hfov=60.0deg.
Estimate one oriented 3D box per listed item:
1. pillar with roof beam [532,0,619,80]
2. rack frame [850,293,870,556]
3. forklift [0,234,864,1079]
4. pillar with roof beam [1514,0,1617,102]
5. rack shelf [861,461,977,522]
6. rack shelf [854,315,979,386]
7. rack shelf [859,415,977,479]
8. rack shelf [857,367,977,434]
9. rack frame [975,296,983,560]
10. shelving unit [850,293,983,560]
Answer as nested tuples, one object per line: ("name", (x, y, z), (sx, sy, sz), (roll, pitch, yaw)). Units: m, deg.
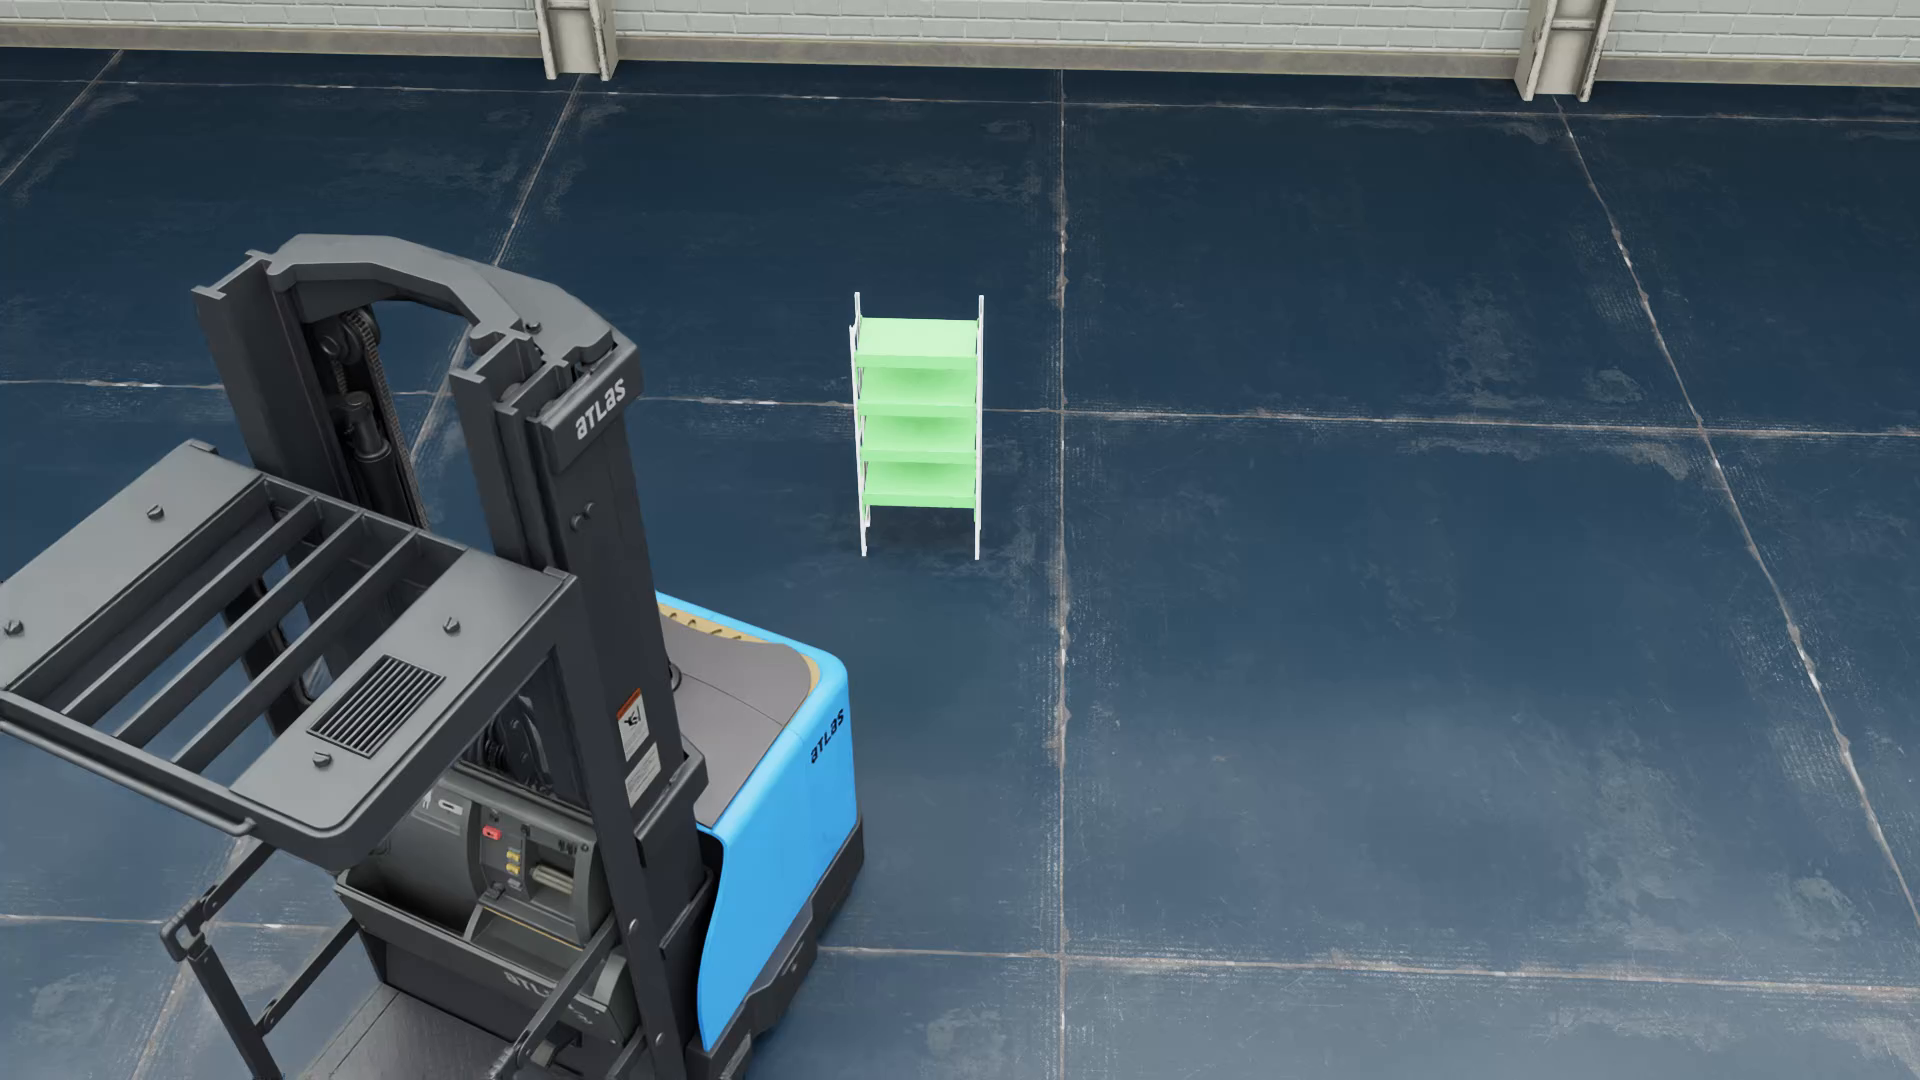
("pillar with roof beam", (-2.555, -3.322, 4.214), (0.400, 9.000, 9.100), (2, 43, 2))
("rack frame", (-0.409, -0.452, 6.854), (0.015, 1.200, 0.240), (2, 43, 2))
("forklift", (-1.429, 0.858, 4.179), (1.130, 2.935, 3.031), (18, 46, 18))
("pillar with roof beam", (3.439, -3.137, 4.016), (0.400, 9.000, 9.100), (2, 43, 2))
("rack shelf", (-0.165, -0.222, 7.054), (0.480, 0.148, 0.258), (2, 43, 2))
("rack shelf", (-0.165, -0.749, 6.563), (0.480, 0.148, 0.258), (2, 43, 2))
("rack shelf", (-0.165, -0.397, 6.890), (0.480, 0.148, 0.258), (2, 43, 2))
("rack shelf", (-0.165, -0.573, 6.726), (0.480, 0.148, 0.258), (2, 43, 2))
("rack frame", (0.078, -0.437, 6.838), (0.015, 1.200, 0.240), (2, 43, 2))
("shelving unit", (-0.165, -0.444, 6.846), (0.503, 1.200, 0.258), (2, 43, 2))
